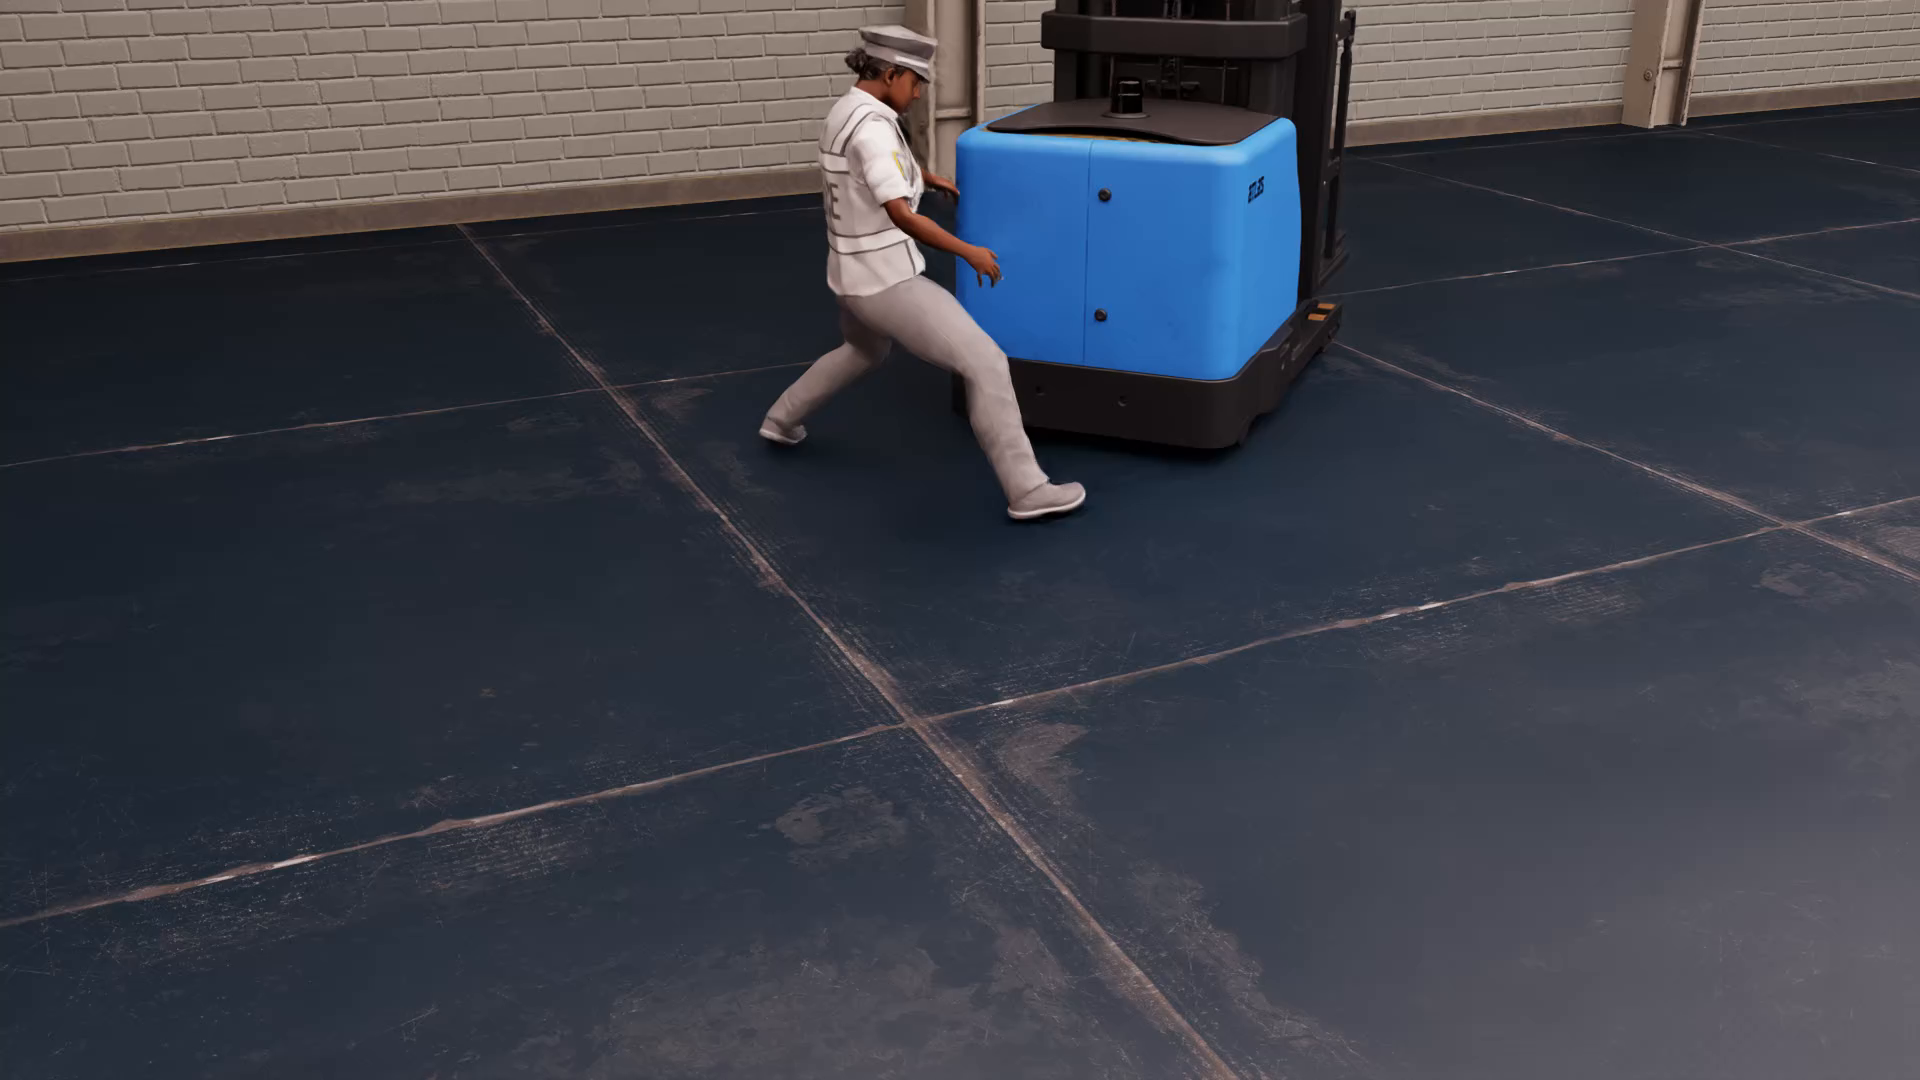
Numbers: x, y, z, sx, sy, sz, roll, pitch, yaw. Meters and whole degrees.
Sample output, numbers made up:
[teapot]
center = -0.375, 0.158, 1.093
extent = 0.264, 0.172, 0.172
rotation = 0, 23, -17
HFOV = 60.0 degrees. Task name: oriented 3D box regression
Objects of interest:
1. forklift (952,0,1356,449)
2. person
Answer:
[forklift]
center = 1.008, -2.197, 6.574
extent = 1.130, 2.935, 3.031
rotation = 9, 24, 21
[person]
center = -0.157, -0.890, 5.366
extent = 0.937, 1.491, 1.098
rotation = -6, 23, -14
